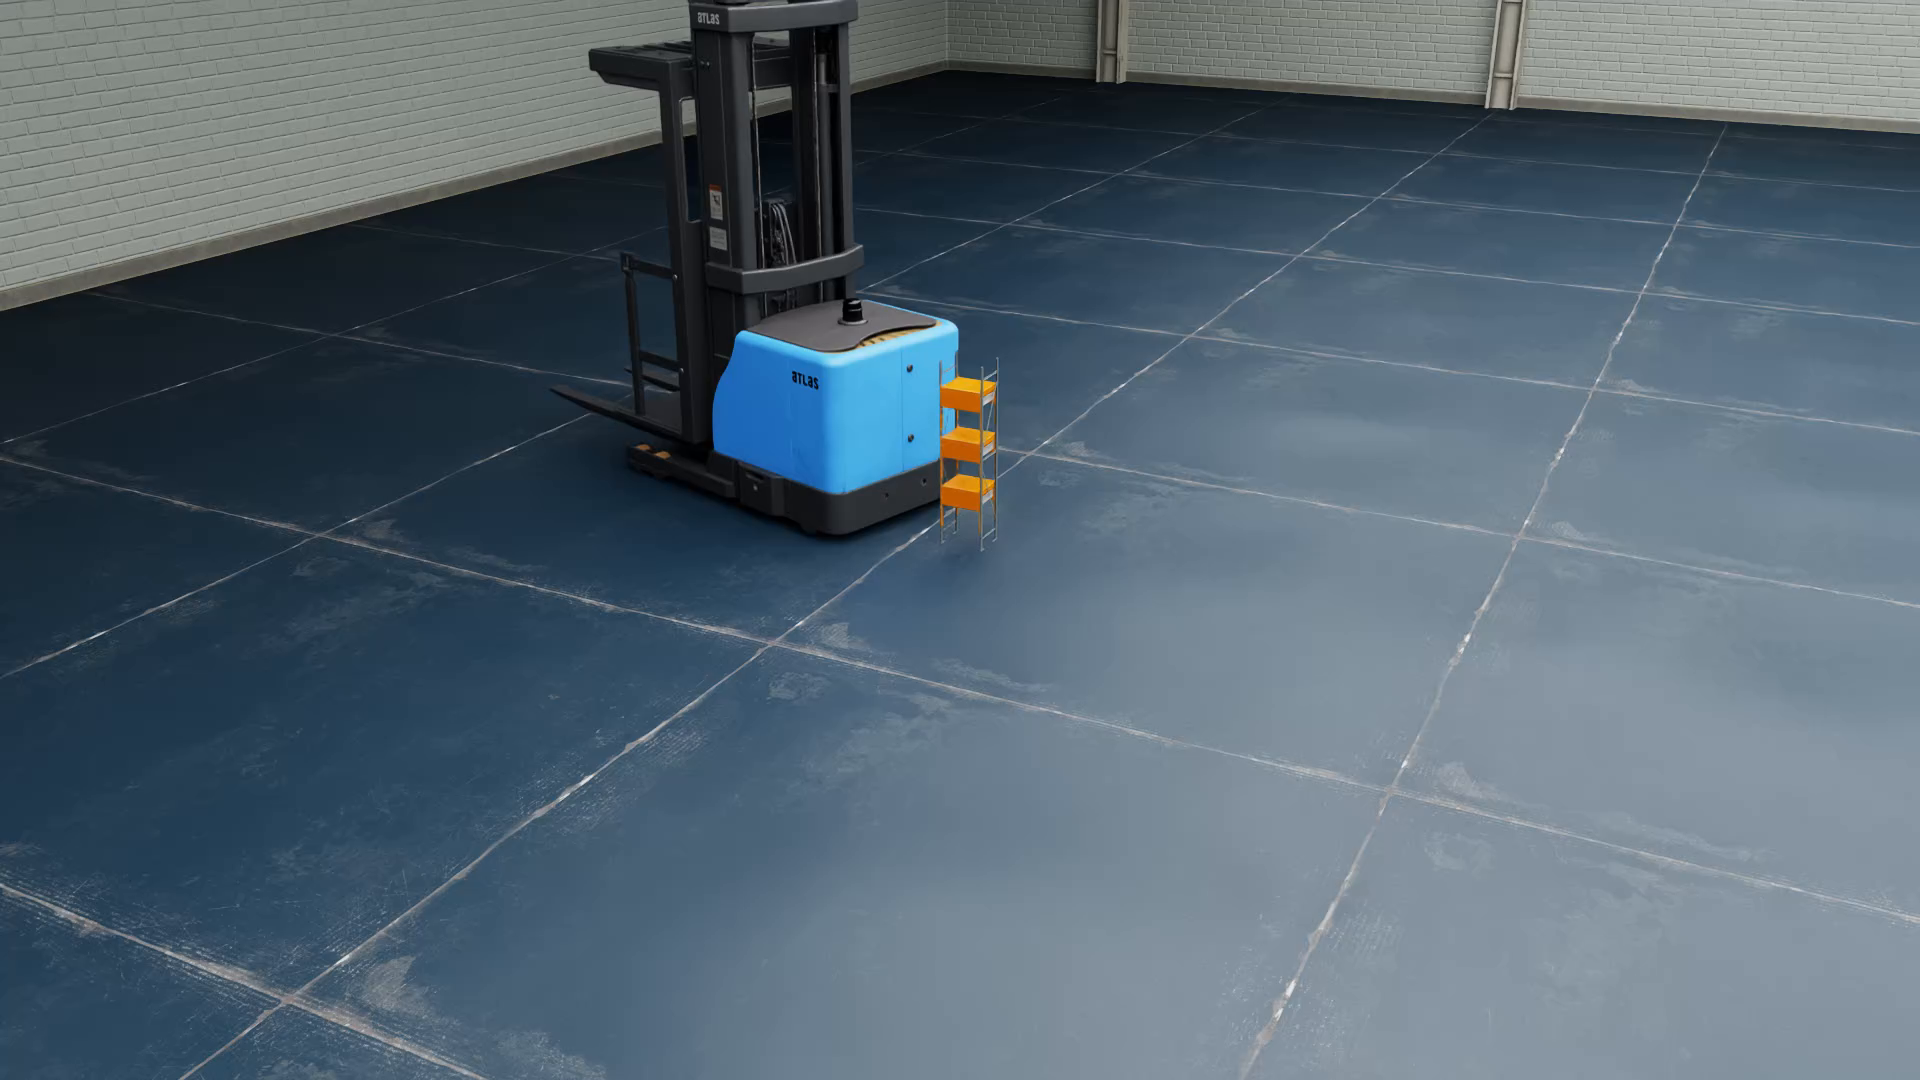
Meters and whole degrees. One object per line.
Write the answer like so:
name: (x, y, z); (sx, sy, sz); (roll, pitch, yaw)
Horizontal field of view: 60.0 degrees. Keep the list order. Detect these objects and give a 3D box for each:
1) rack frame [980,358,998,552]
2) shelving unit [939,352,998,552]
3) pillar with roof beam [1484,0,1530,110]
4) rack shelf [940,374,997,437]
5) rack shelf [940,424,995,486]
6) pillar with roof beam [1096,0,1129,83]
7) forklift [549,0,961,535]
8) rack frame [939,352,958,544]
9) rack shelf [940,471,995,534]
rack frame: (0.157, -0.452, 8.972); (0.008, 1.050, 0.200); (11, 25, 25)
shelving unit: (0.048, -0.474, 9.022); (0.252, 1.050, 0.215); (11, 25, 25)
pillar with roof beam: (5.801, -8.834, 18.523); (0.400, 9.000, 9.100); (11, 25, 25)
rack shelf: (0.048, -0.725, 8.915); (0.240, 0.259, 0.215); (11, 25, 25)
rack shelf: (0.048, -0.464, 9.026); (0.240, 0.259, 0.215); (11, 25, 25)
pillar with roof beam: (0.447, -9.893, 21.014); (0.400, 9.000, 9.100); (11, 25, 25)
forklift: (-1.412, -1.850, 9.854); (3.031, 2.935, 1.130); (20, 30, 39)
rack frame: (-0.061, -0.495, 9.073); (0.008, 1.050, 0.200); (11, 25, 25)
rack shelf: (0.048, -0.208, 9.135); (0.240, 0.259, 0.215); (11, 25, 25)
